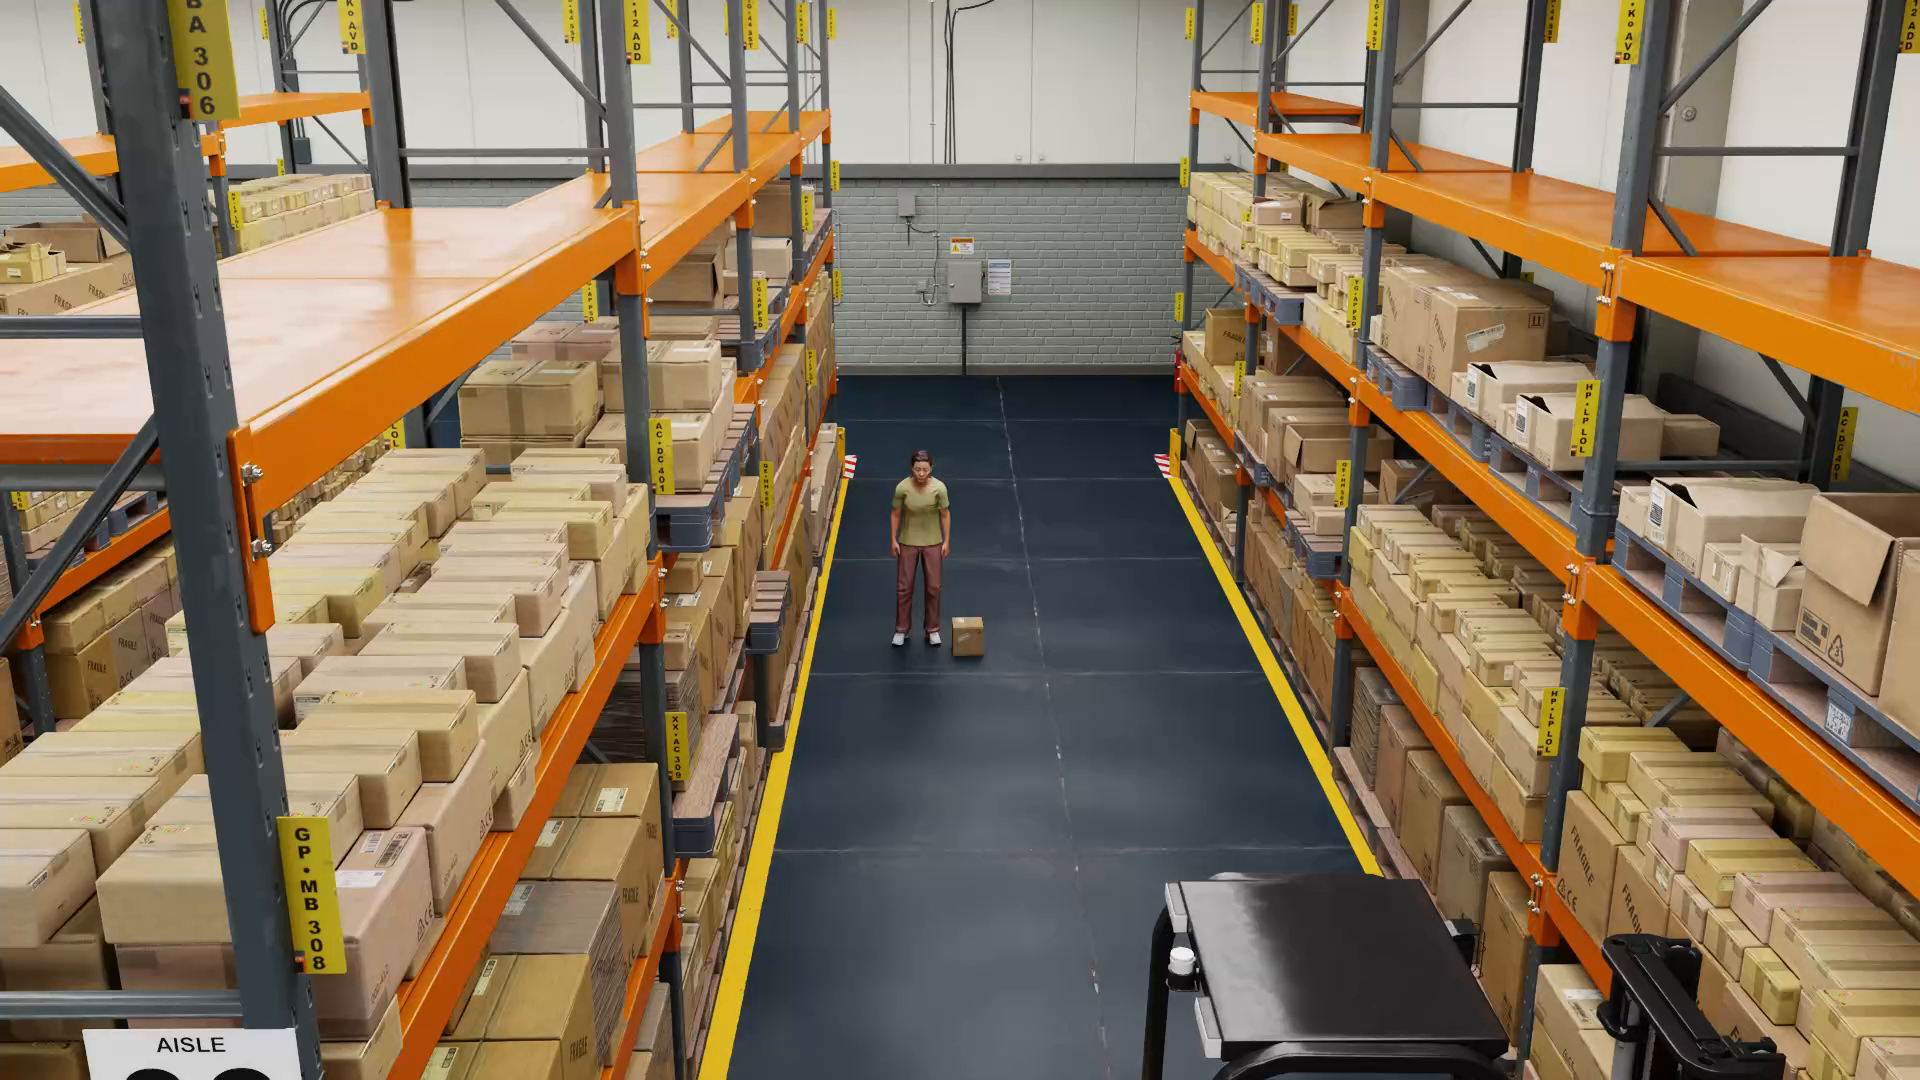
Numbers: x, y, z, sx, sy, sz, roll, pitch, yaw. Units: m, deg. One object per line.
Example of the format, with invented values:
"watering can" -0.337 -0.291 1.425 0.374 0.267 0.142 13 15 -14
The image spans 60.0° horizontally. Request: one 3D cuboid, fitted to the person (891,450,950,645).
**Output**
"person" -0.329 0.050 13.886 0.499 1.673 0.354 0 17 -1
